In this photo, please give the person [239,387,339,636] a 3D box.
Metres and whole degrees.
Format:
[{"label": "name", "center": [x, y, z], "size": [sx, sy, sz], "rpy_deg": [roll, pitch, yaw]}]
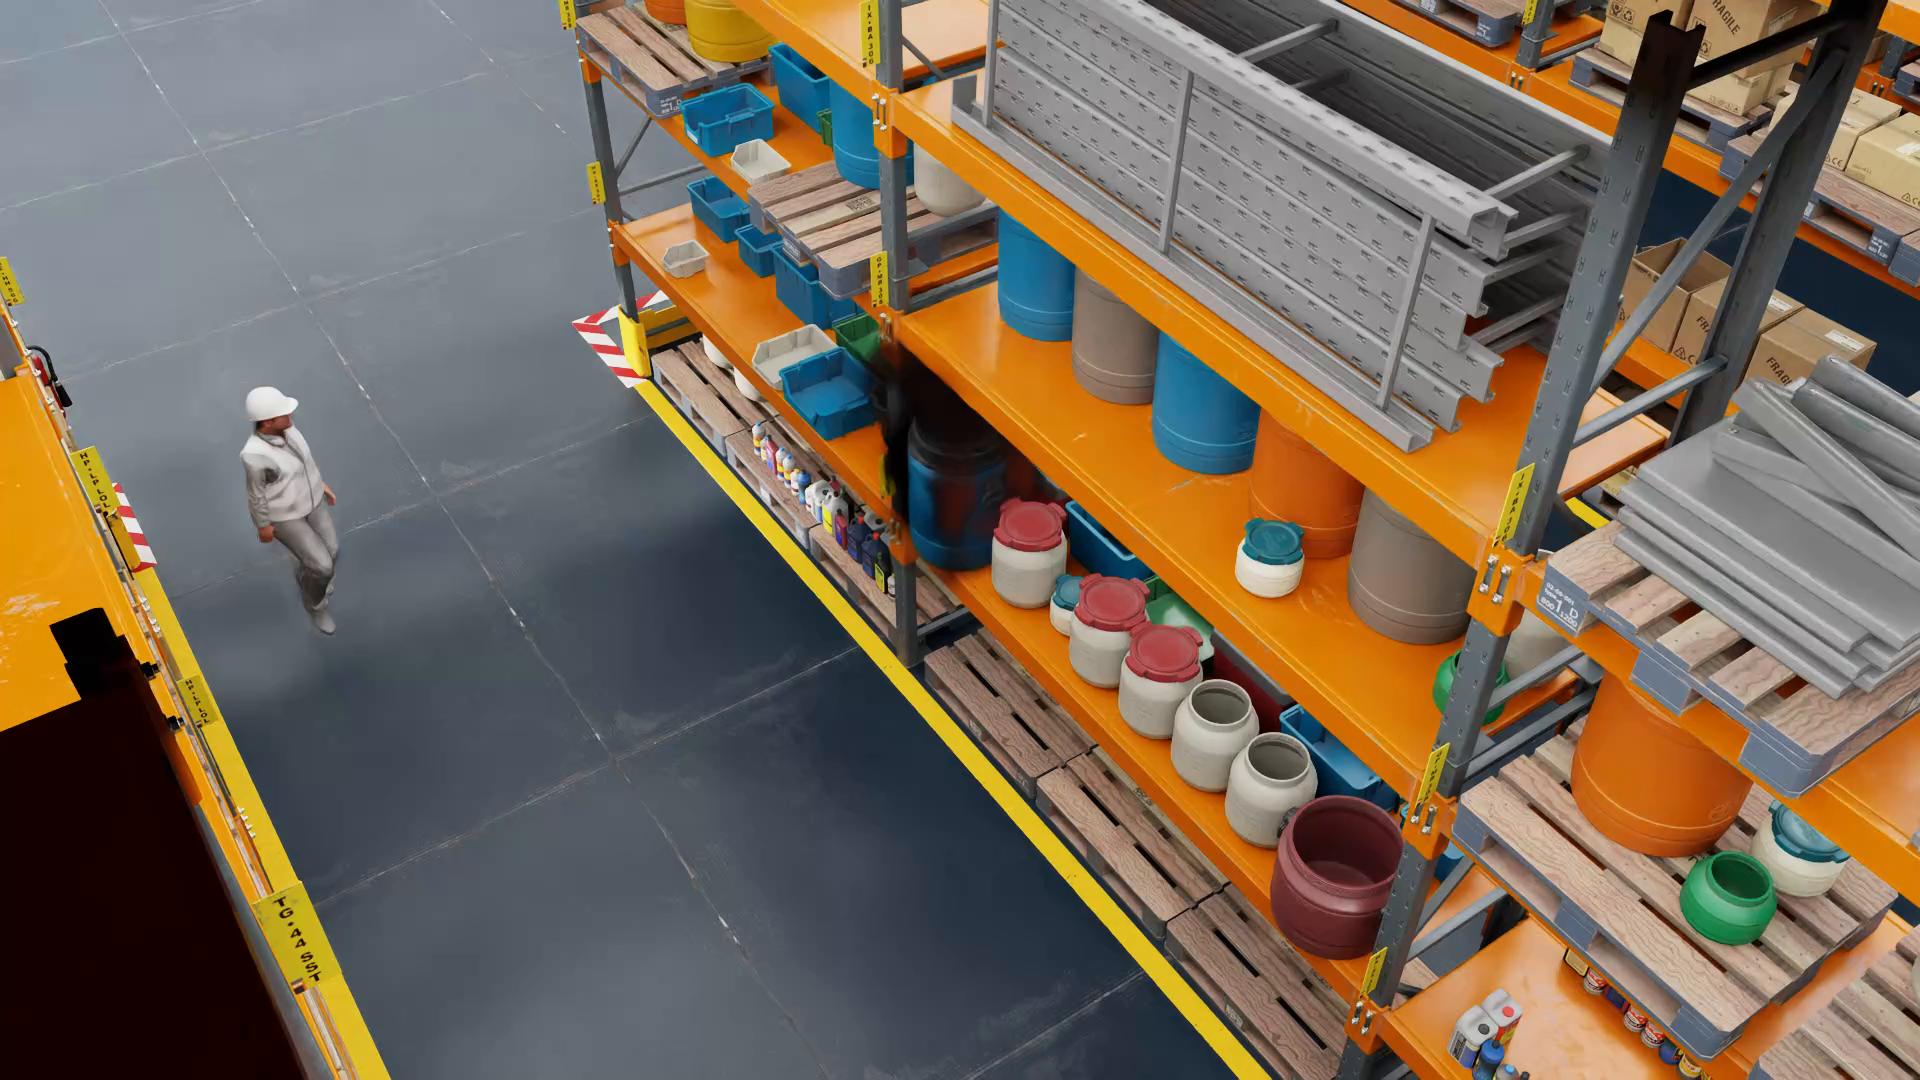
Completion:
[{"label": "person", "center": [-4.164, -0.206, 10.408], "size": [0.559, 1.776, 0.561], "rpy_deg": [15, 45, 15]}]
